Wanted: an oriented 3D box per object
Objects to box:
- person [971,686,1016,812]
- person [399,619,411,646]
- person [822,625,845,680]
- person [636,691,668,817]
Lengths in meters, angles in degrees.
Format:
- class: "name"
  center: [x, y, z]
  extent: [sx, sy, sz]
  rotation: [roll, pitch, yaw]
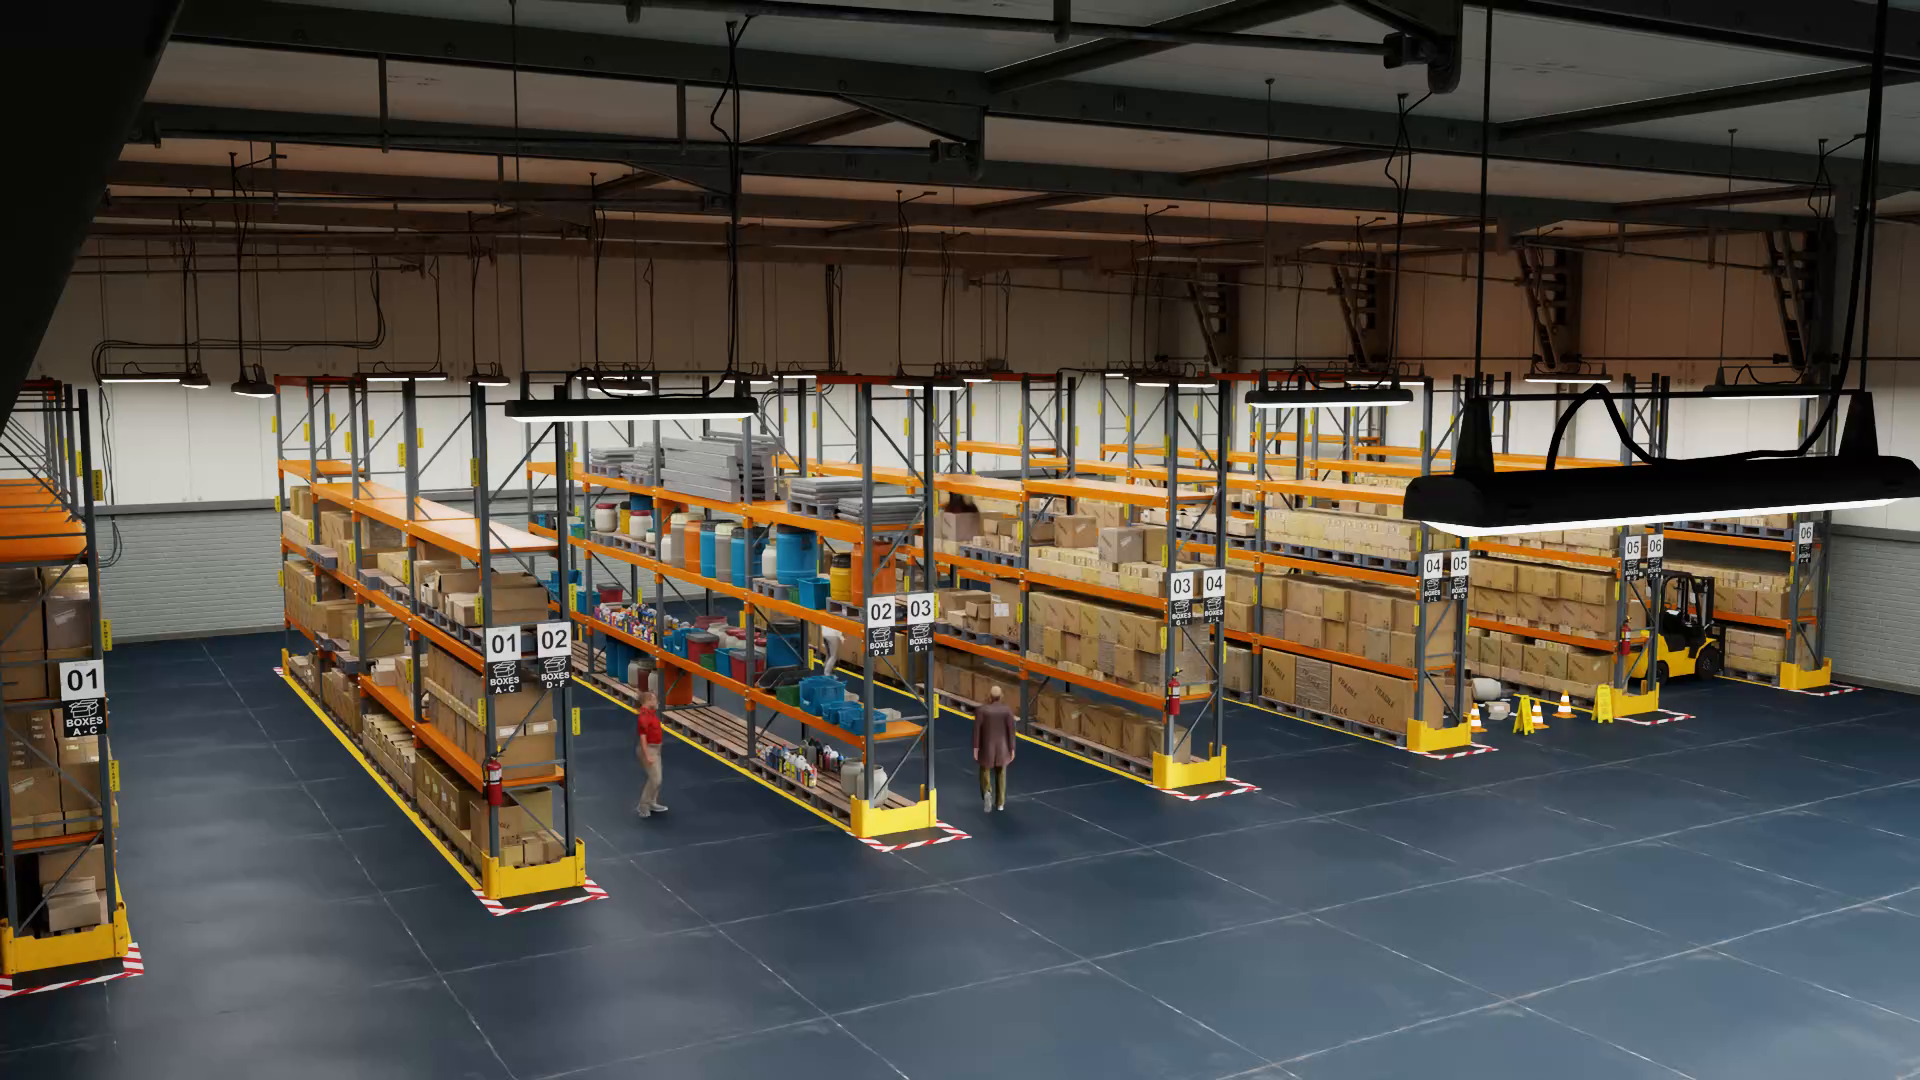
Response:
- class: "person"
  center: [0.473, 2.913, 23.164]
  extent: [0.630, 1.769, 0.709]
  rotation: [0, 6, 1]
- class: "person"
  center: [-12.260, 1.565, 36.294]
  extent: [0.577, 1.613, 0.503]
  rotation: [-2, 7, -21]
- class: "person"
  center: [-2.484, 1.888, 31.830]
  extent: [0.482, 1.679, 0.511]
  rotation: [-3, 7, -27]
- class: "person"
  center: [-4.304, 2.989, 23.193]
  extent: [0.405, 1.794, 0.589]
  rotation: [0, 6, 2]
